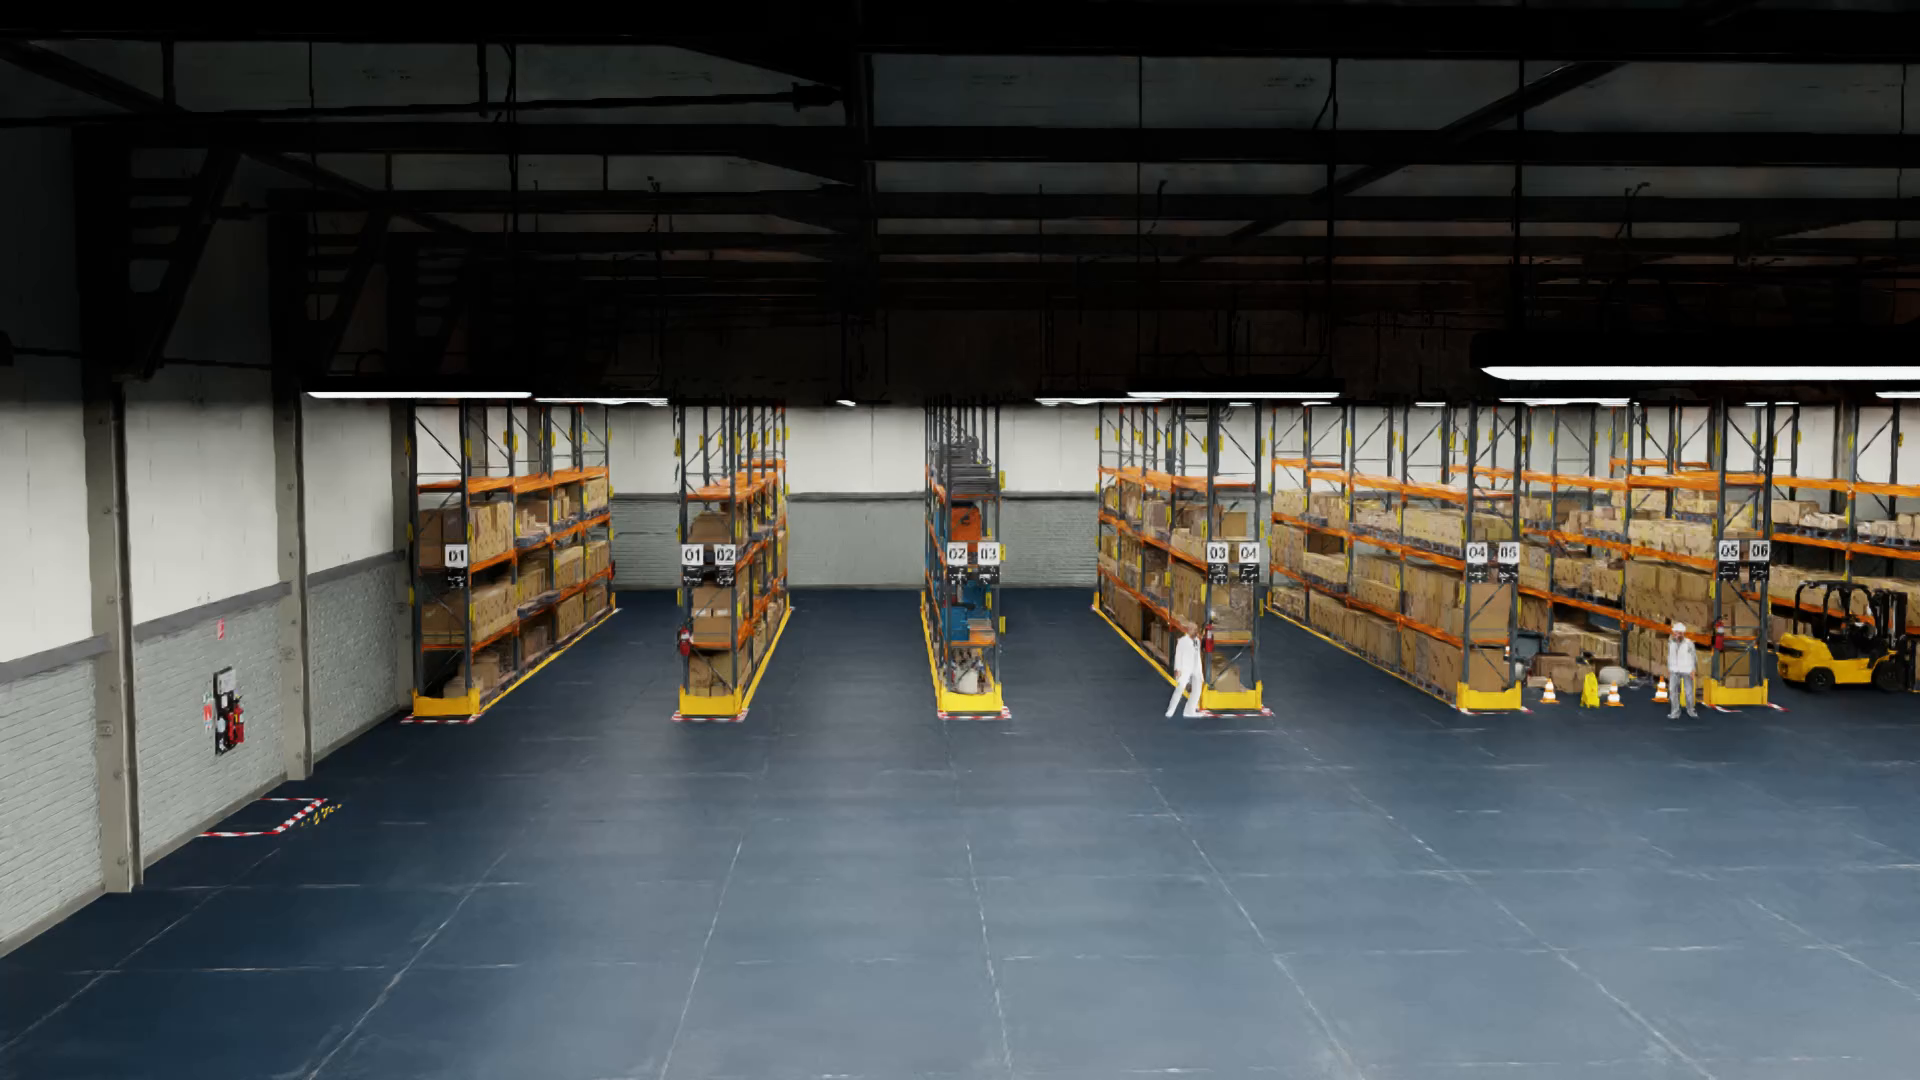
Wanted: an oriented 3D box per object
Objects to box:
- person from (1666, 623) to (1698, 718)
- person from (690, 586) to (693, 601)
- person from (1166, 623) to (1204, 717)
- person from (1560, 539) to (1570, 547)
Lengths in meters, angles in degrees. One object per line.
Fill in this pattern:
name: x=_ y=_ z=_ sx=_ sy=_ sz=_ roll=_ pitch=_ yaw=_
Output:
person: x=13.390 y=2.413 z=30.840 sx=0.589 sy=1.765 sz=0.560 roll=-4 pitch=6 yaw=-45
person: x=-7.821 y=1.003 z=48.772 sx=0.553 sy=1.709 sz=1.123 roll=0 pitch=5 yaw=0
person: x=4.173 y=2.414 z=30.902 sx=0.745 sy=1.742 sz=0.566 roll=-3 pitch=6 yaw=-37
person: x=19.214 y=0.716 z=52.712 sx=0.447 sy=1.668 sz=0.604 roll=-4 pitch=6 yaw=-38
